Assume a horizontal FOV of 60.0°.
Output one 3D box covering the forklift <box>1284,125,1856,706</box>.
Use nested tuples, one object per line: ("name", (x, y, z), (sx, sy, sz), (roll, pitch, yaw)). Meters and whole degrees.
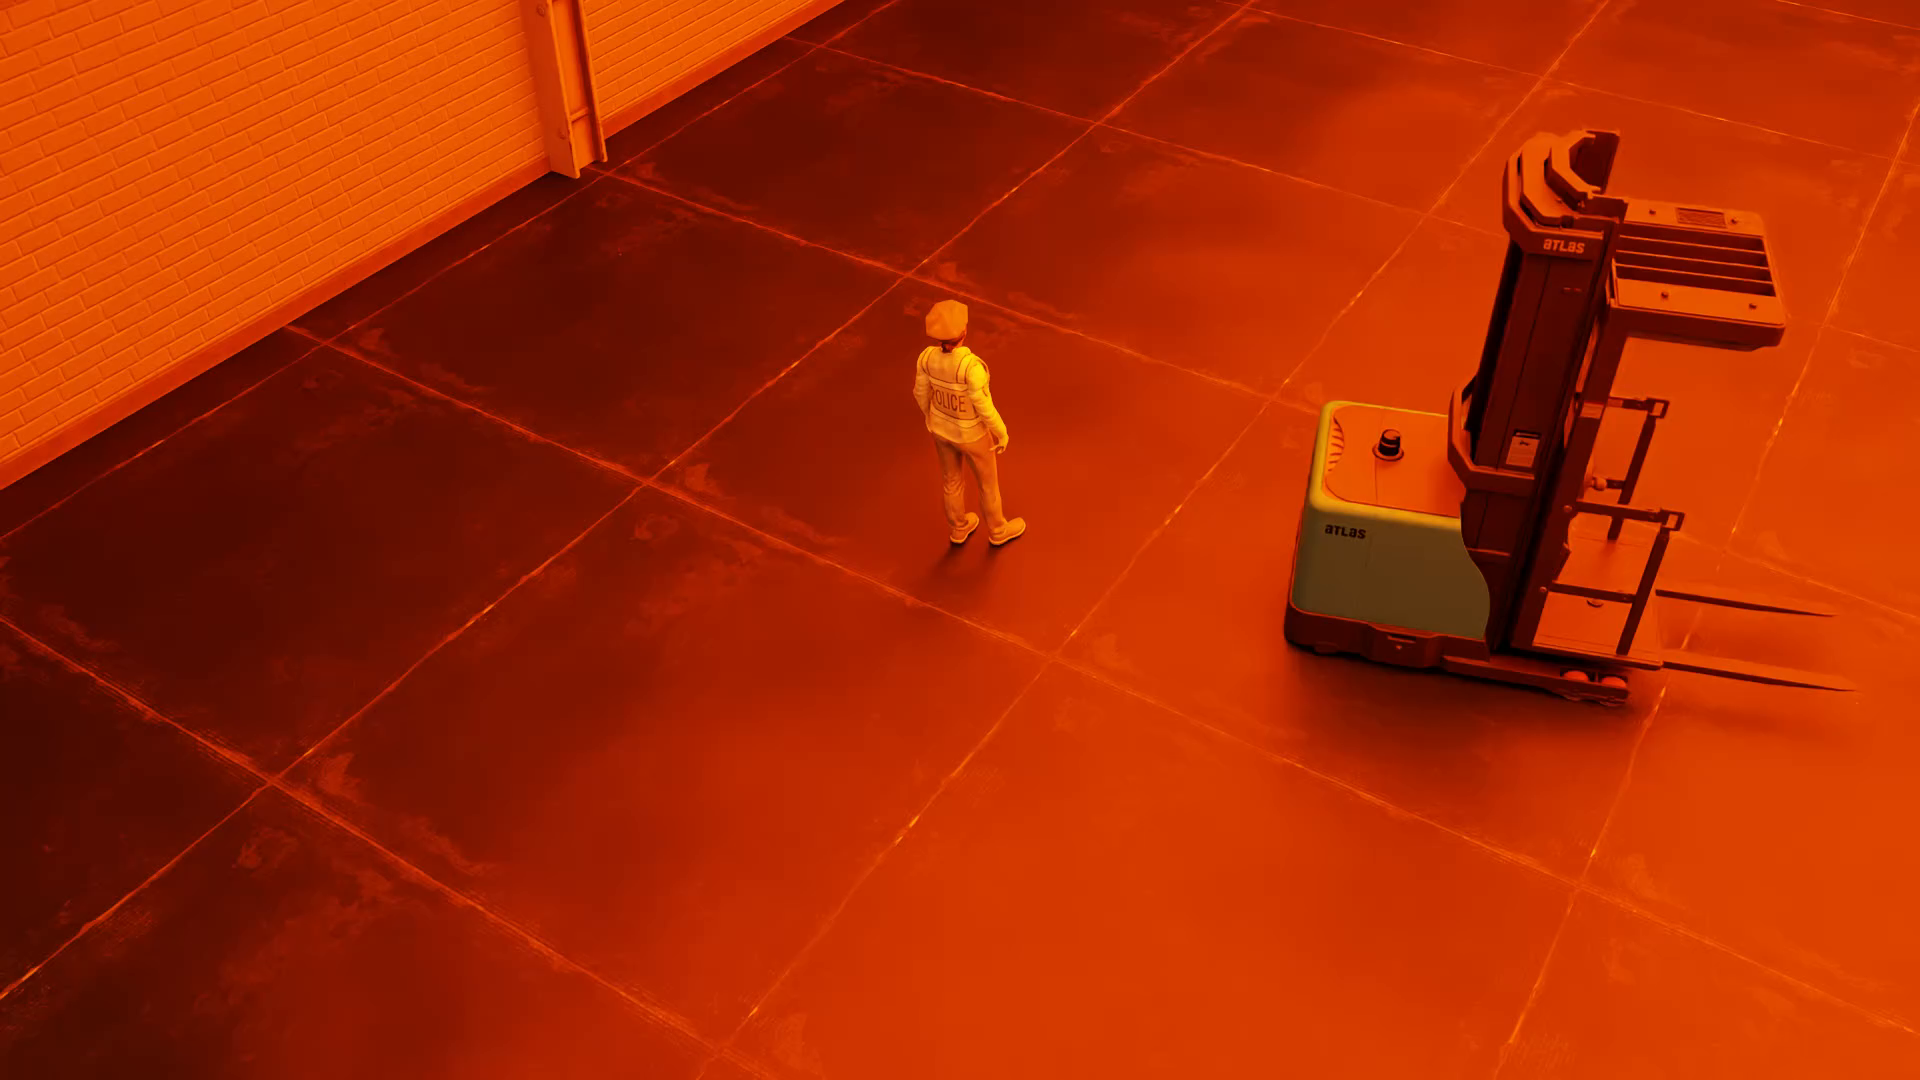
("forklift", (3.424, -0.584, 8.656), (3.031, 2.935, 1.130), (9, 41, 10))

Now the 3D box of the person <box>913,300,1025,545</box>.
("person", (0.043, -0.687, 9.723), (0.587, 1.694, 0.530), (22, 45, 24))
